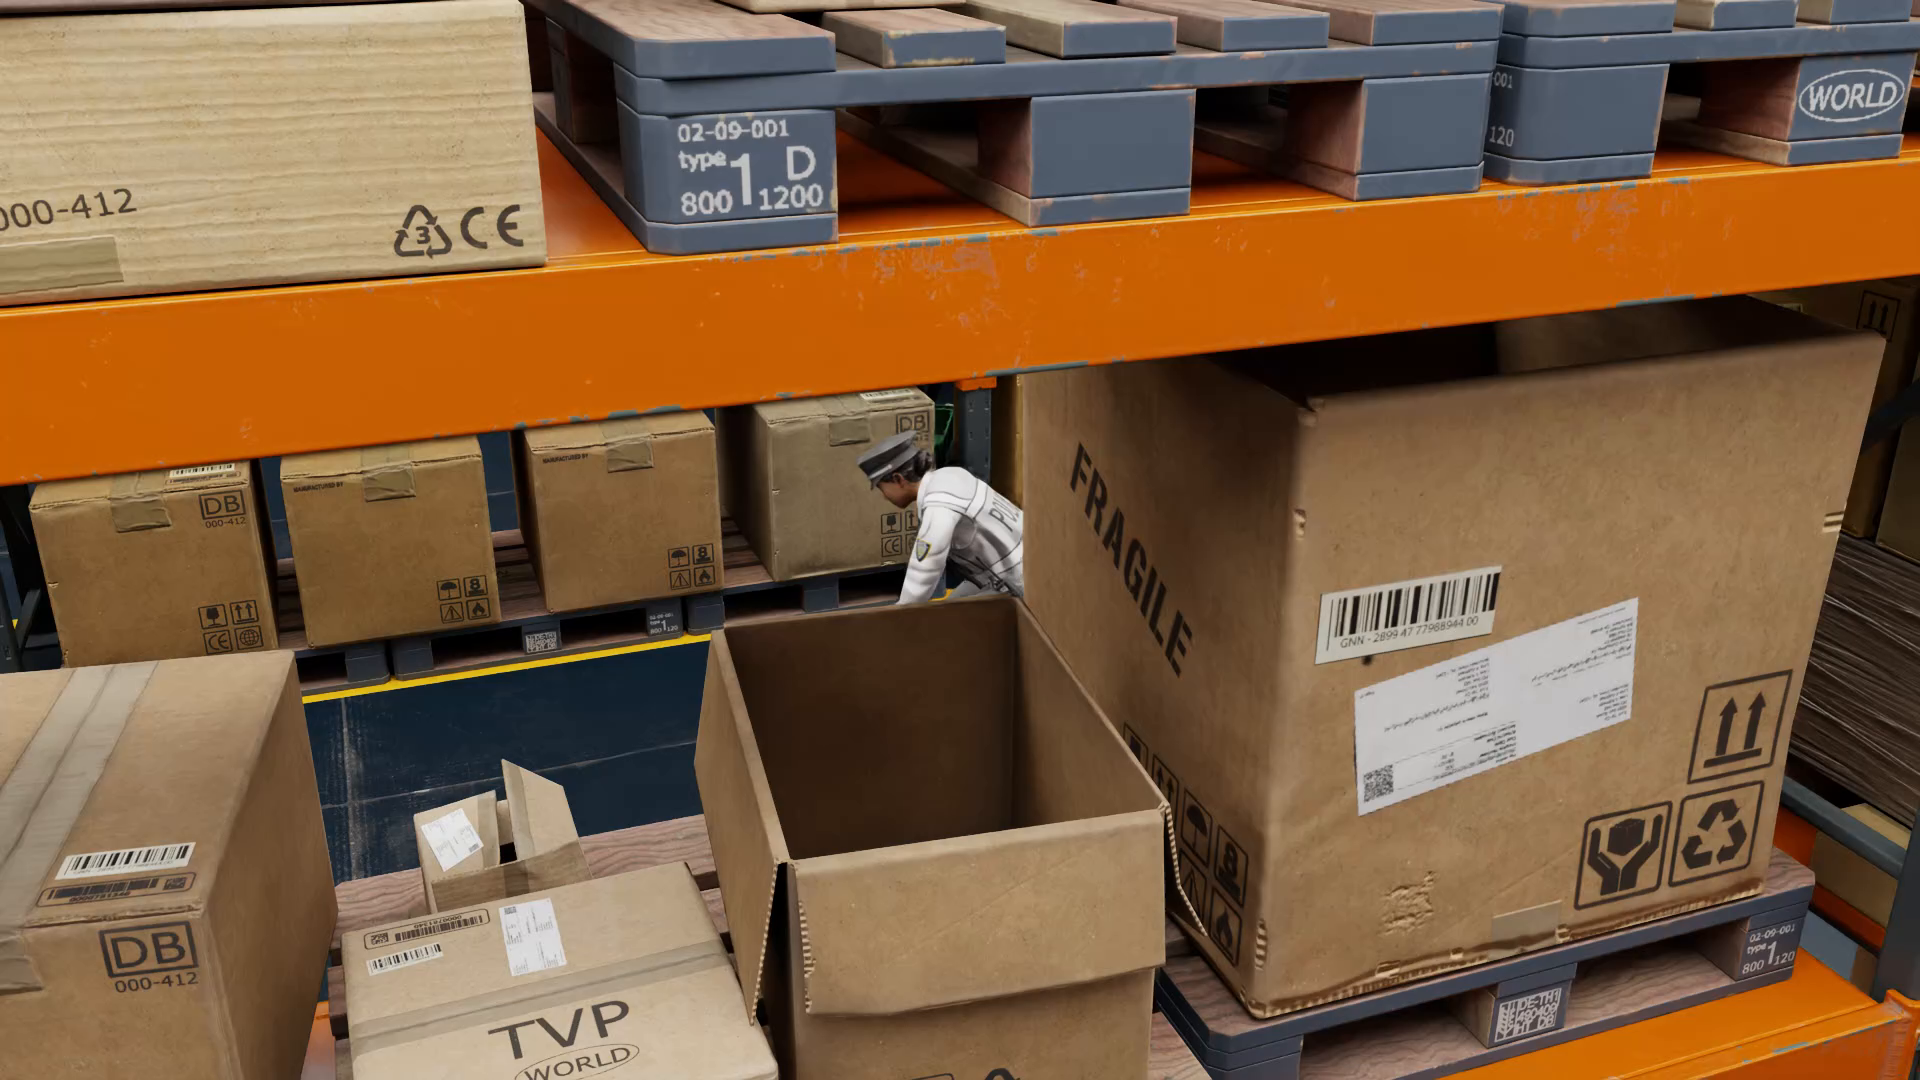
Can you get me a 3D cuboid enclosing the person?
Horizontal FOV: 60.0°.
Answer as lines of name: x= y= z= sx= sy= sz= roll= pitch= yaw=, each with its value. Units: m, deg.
person: x=-0.002 y=0.181 z=6.260 sx=0.787 sy=1.207 sz=0.526 roll=5 pitch=23 yaw=11
